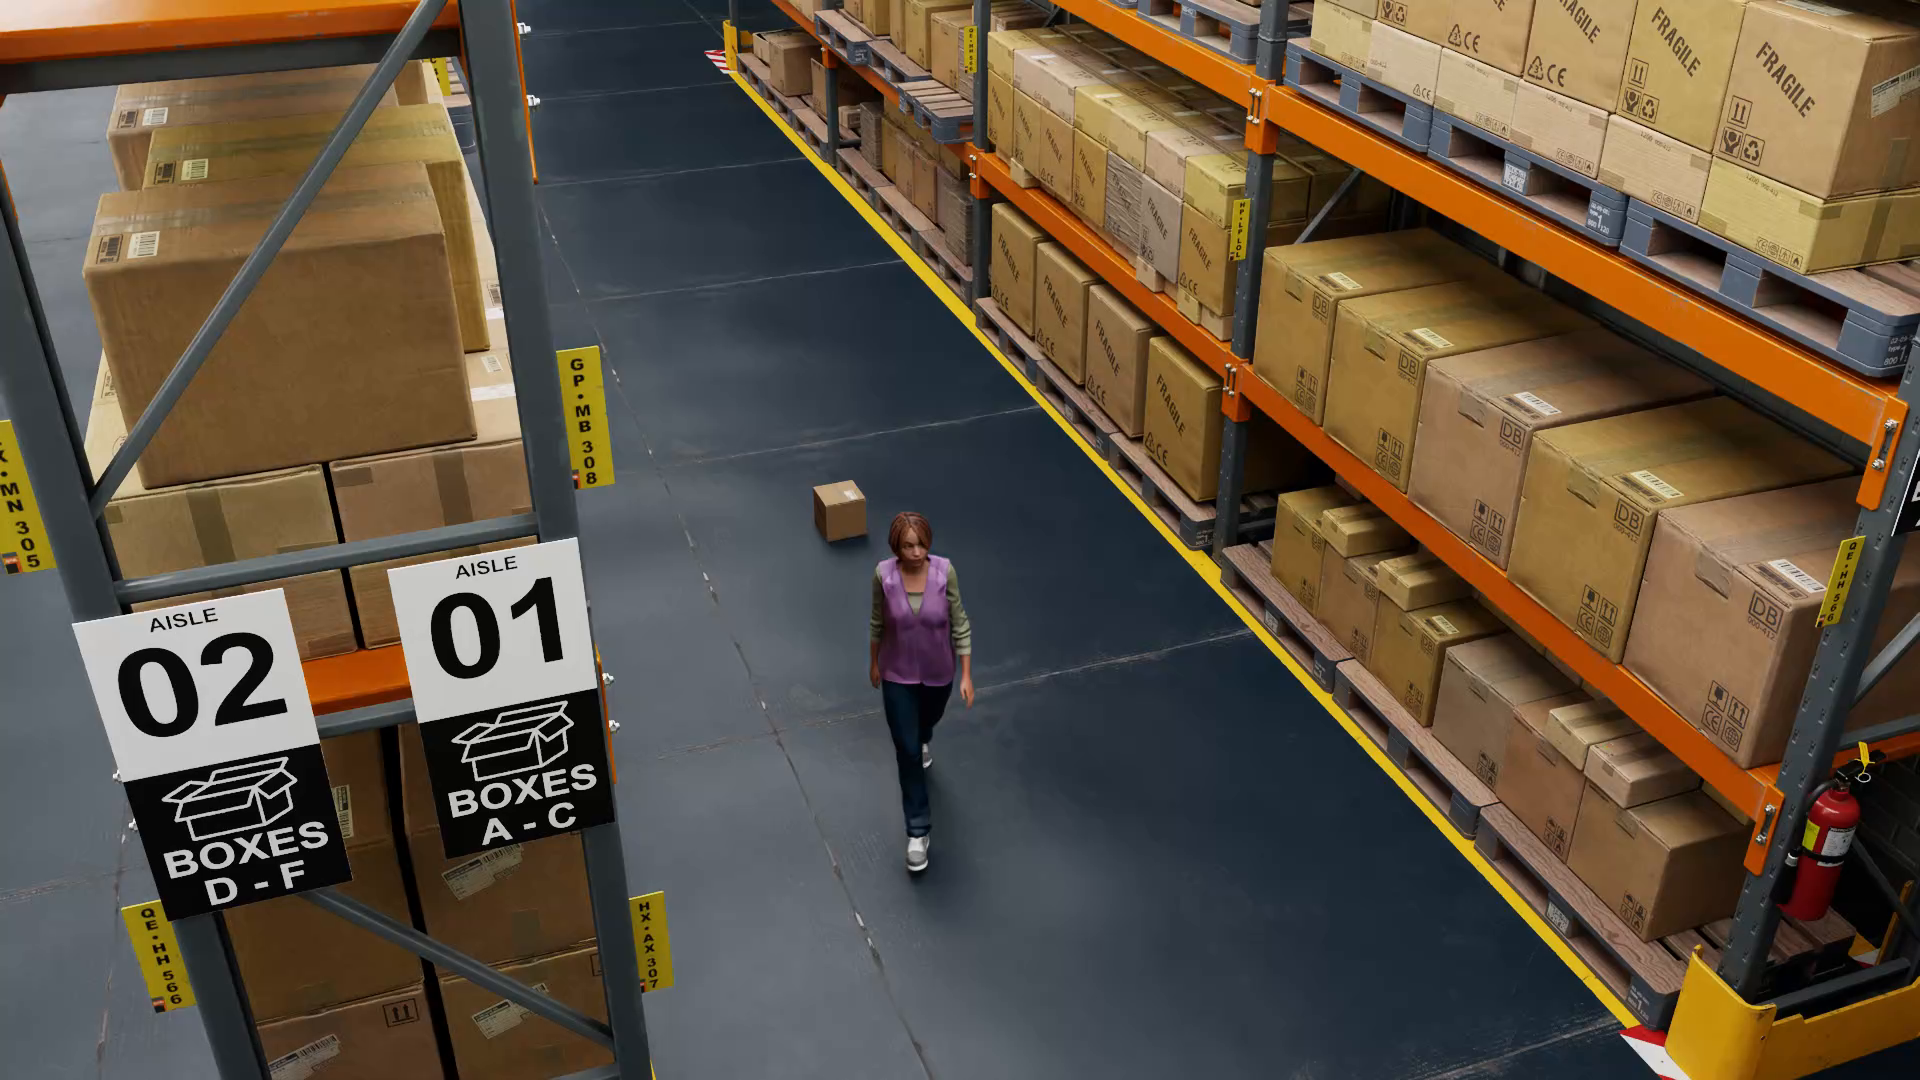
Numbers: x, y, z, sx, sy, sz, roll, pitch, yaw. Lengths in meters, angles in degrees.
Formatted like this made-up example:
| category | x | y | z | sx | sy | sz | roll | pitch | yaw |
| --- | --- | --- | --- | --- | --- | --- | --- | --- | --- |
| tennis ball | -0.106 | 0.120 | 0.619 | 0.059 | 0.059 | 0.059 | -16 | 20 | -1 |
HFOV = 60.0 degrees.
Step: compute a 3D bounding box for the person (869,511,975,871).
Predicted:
| category | x | y | z | sx | sy | sz | roll | pitch | yaw |
| --- | --- | --- | --- | --- | --- | --- | --- | --- | --- |
| person | -0.170 | 0.573 | 7.347 | 0.436 | 1.542 | 0.942 | -5 | 31 | -8 |
